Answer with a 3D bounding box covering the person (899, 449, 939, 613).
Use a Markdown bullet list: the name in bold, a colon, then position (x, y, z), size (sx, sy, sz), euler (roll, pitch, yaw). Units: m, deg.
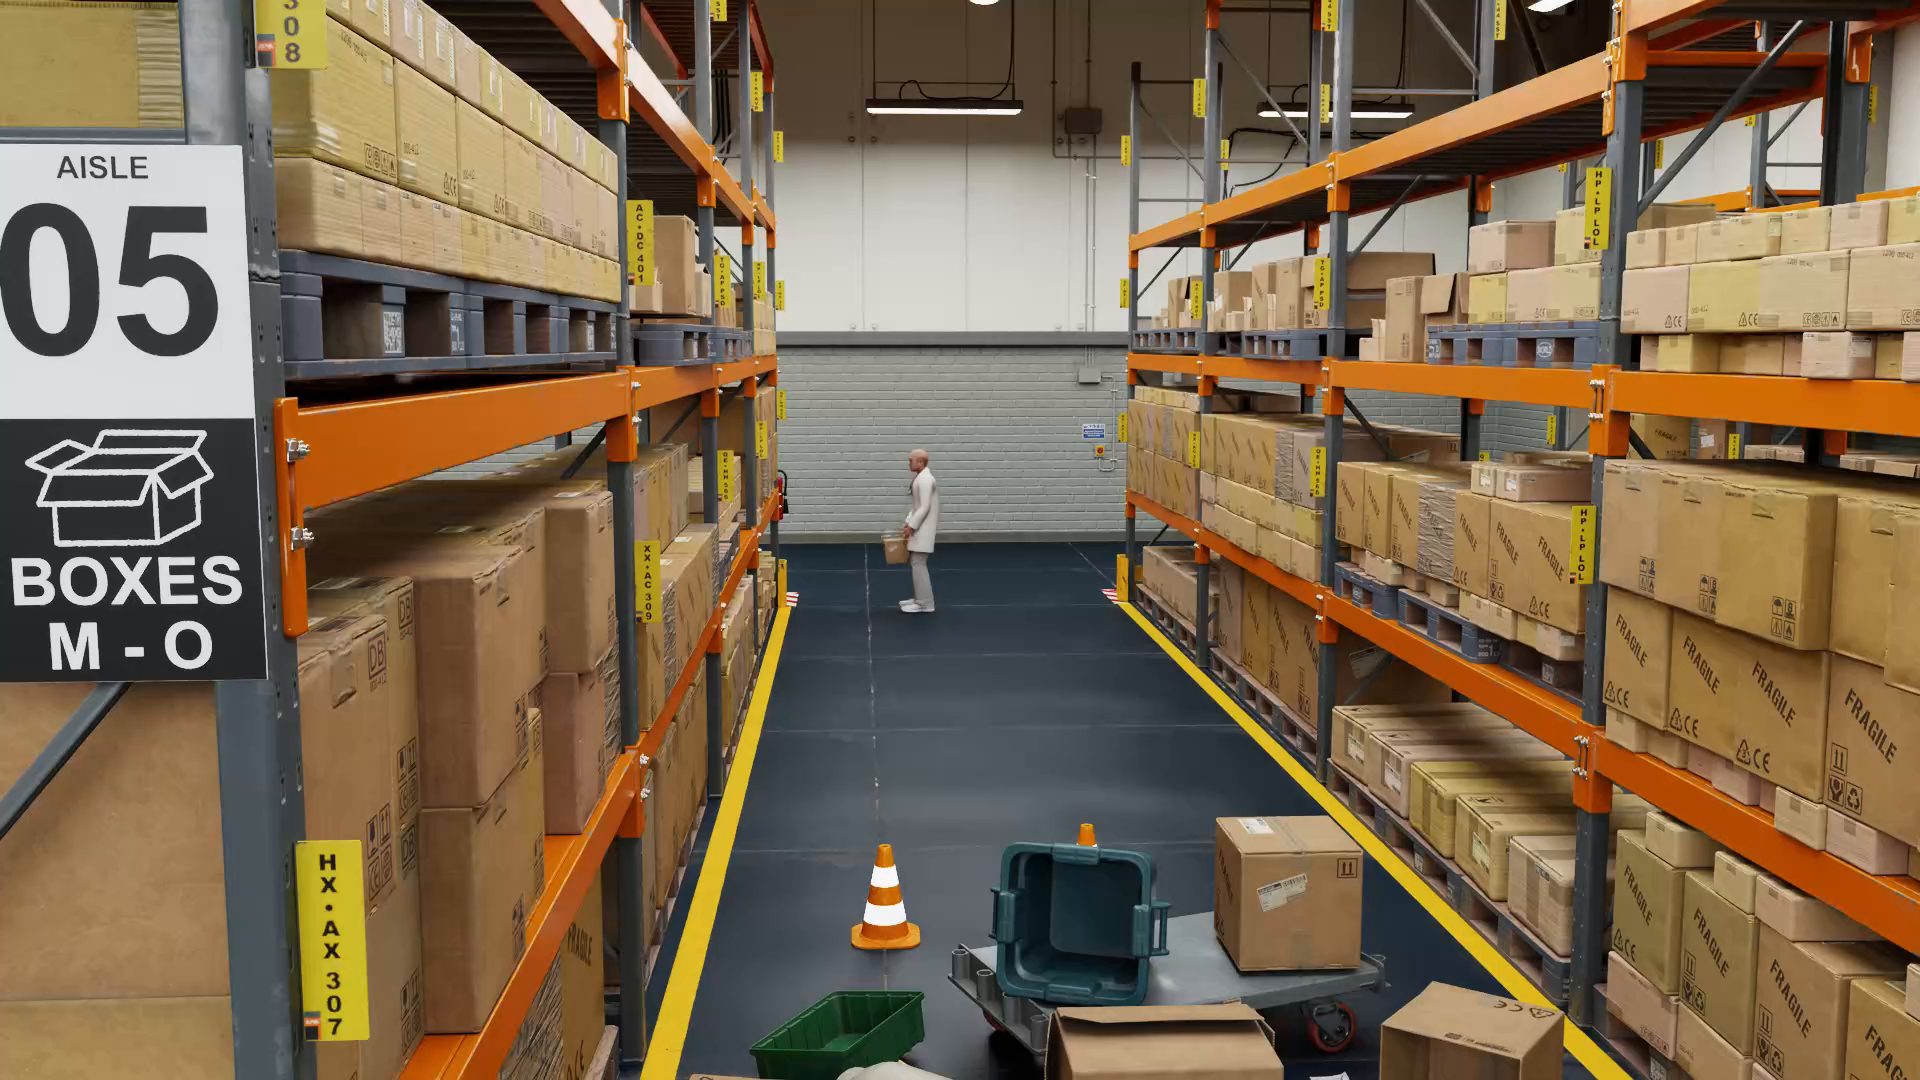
- **person**: position (-5.860, 0.661, 11.658), size (12.384, 1.779, 12.739), euler (-1, 7, -5)
